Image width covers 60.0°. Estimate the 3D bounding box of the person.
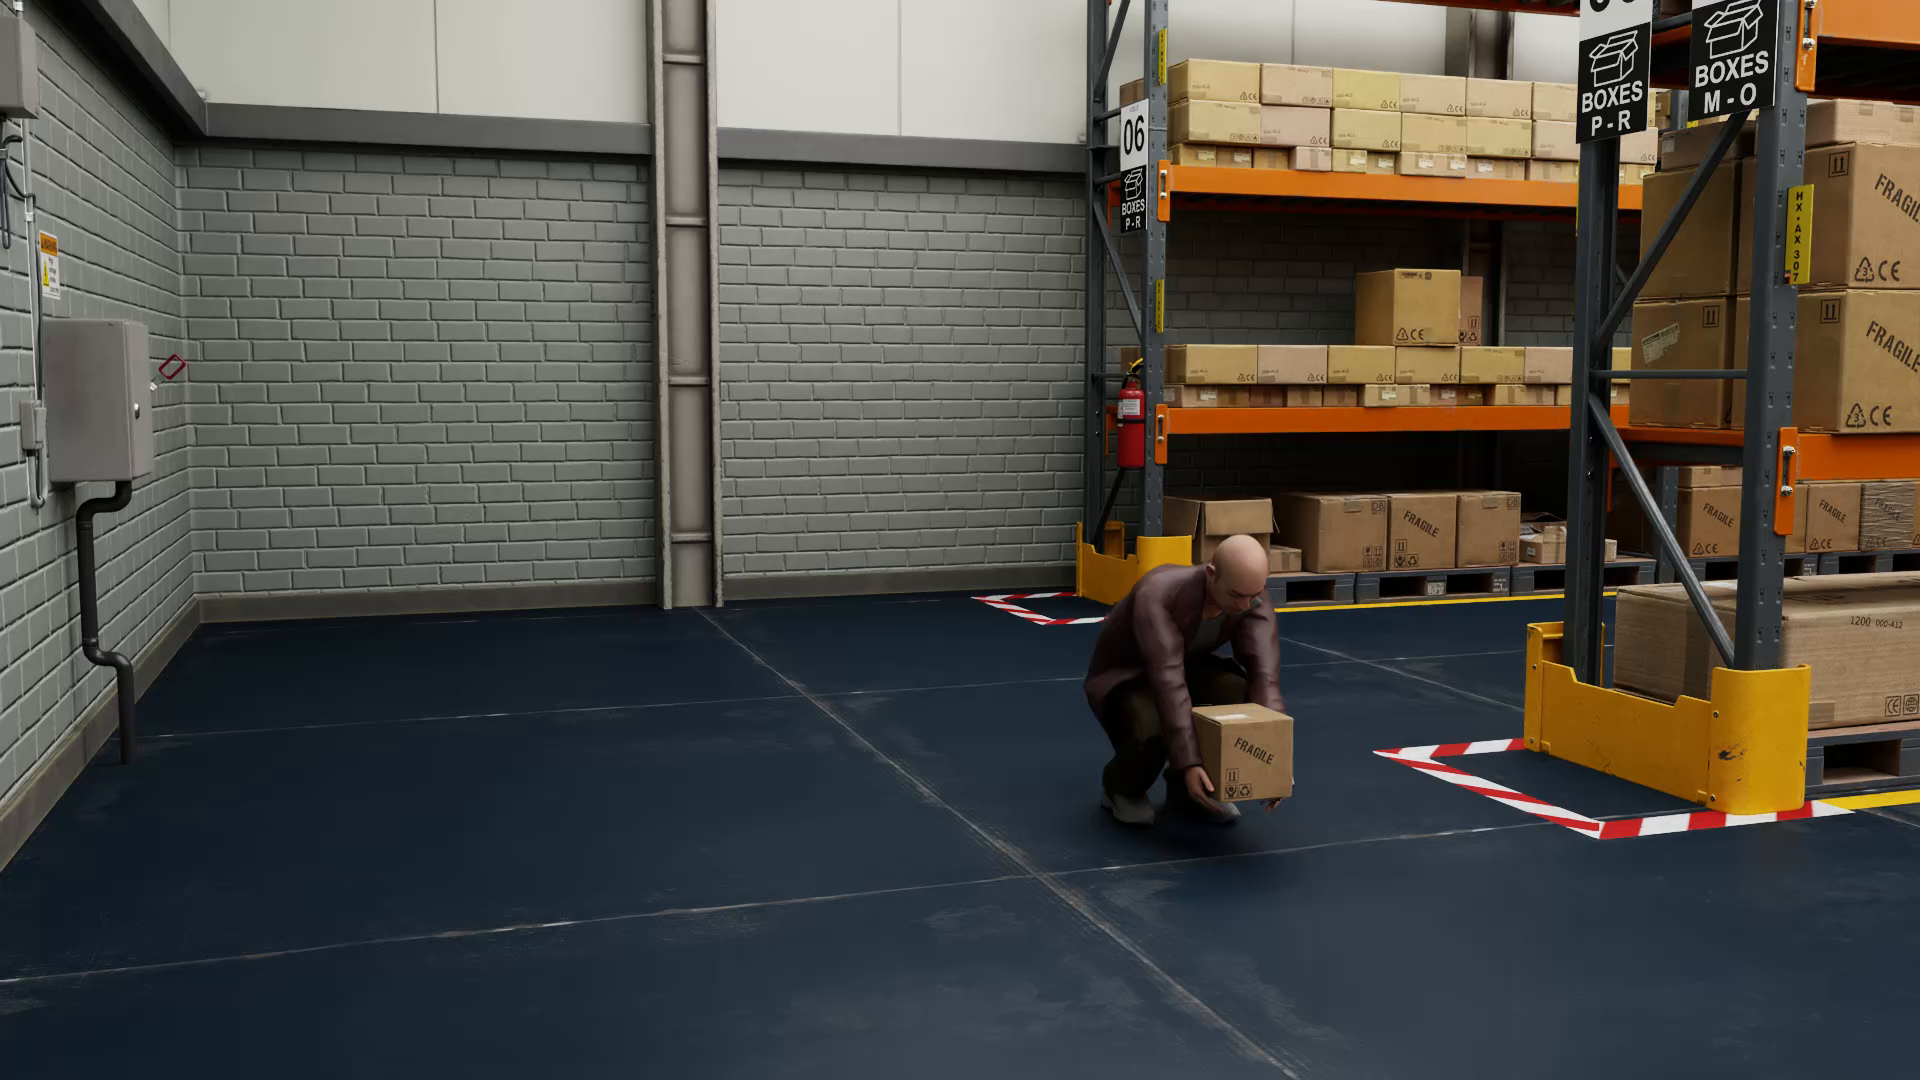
[{"bbox_3d":[0.759,0.470,5.544,0.584,0.989,0.917,-2,6,-20],"label":"person"}]
